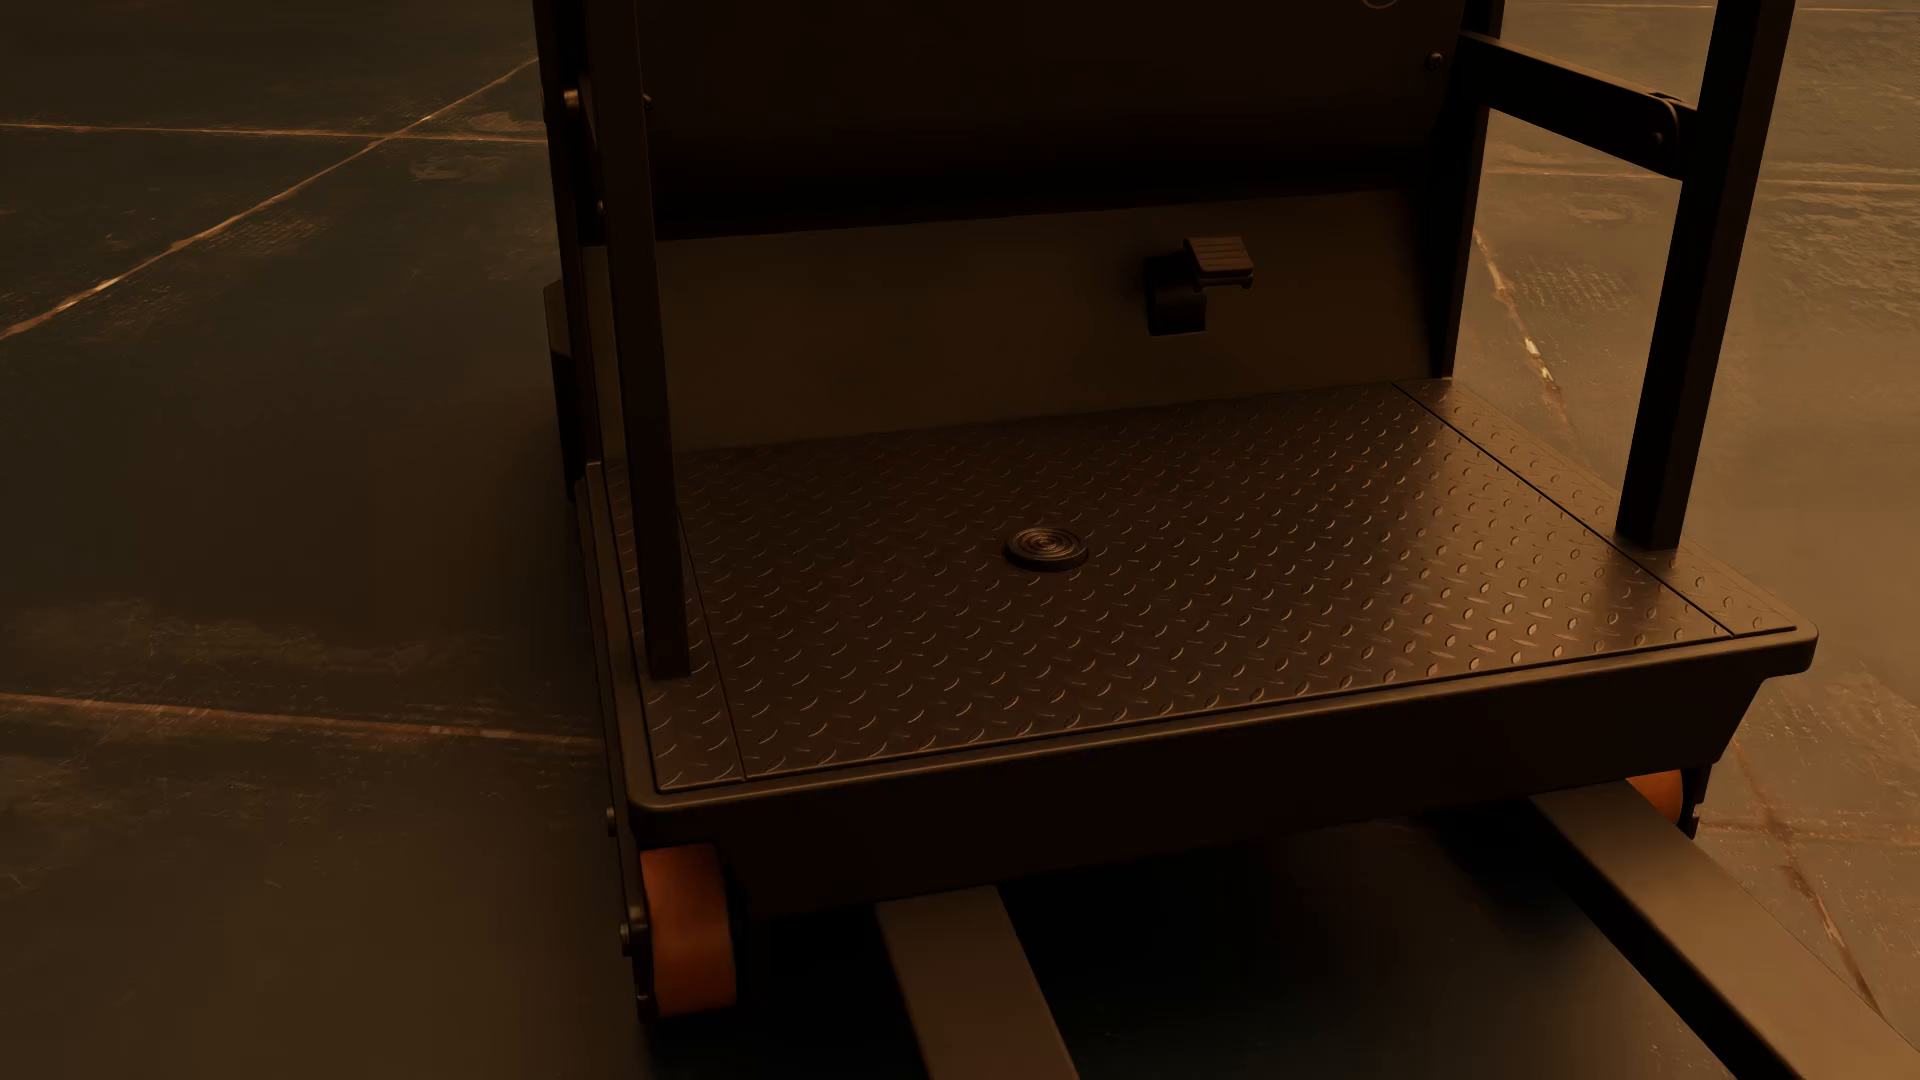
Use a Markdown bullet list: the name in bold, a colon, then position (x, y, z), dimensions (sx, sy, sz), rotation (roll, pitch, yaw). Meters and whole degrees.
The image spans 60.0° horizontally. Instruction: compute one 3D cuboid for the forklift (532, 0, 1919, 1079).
- **forklift**: position (0.153, -1.049, 1.319), dimensions (1.130, 2.935, 3.031), rotation (-7, 27, -13)
